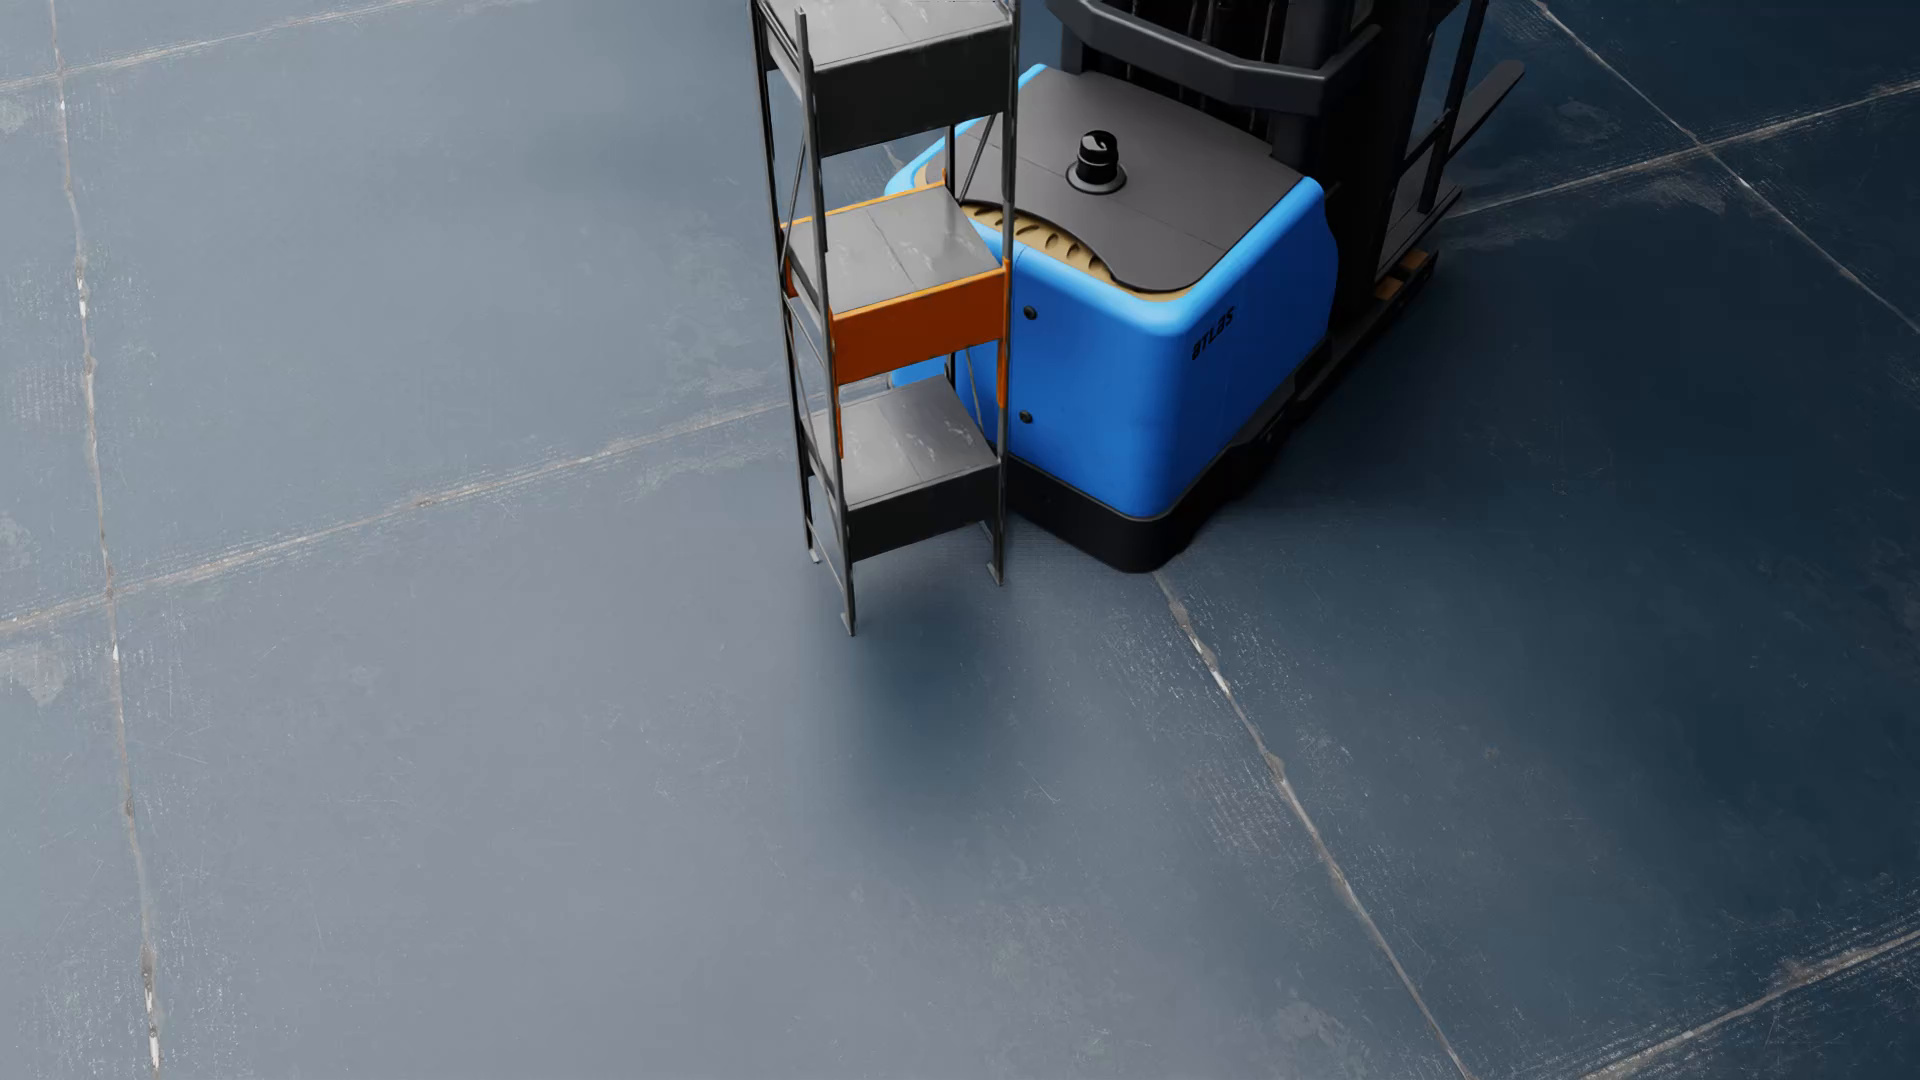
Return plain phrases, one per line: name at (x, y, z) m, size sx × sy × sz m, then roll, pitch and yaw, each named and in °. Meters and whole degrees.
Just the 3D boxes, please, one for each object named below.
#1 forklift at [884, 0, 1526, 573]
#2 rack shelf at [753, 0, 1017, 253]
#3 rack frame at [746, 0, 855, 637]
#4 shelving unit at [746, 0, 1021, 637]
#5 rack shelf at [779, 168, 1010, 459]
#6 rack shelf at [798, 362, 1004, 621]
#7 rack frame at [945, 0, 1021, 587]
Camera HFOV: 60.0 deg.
forklift at (1.057, -1.930, 4.976) m, size 1.130 × 2.935 × 3.031 m, roll 30°, pitch 56°, yaw 23°
rack shelf at (-0.178, -1.054, 3.866) m, size 0.480 × 0.518 × 0.431 m, roll -18°, pitch 52°, yaw -15°
rack frame at (-0.401, -0.533, 4.324) m, size 0.015 × 2.100 × 0.400 m, roll -18°, pitch 52°, yaw -15°
shelving unit at (-0.178, -0.607, 4.387) m, size 0.503 × 2.100 × 0.431 m, roll -18°, pitch 52°, yaw -15°
rack shelf at (-0.178, -0.598, 4.397) m, size 0.480 × 0.518 × 0.431 m, roll -18°, pitch 52°, yaw -15°
rack shelf at (-0.178, -0.142, 4.928) m, size 0.480 × 0.518 × 0.431 m, roll -18°, pitch 52°, yaw -15°
rack frame at (0.046, -0.680, 4.450) m, size 0.015 × 2.100 × 0.400 m, roll -18°, pitch 52°, yaw -15°
